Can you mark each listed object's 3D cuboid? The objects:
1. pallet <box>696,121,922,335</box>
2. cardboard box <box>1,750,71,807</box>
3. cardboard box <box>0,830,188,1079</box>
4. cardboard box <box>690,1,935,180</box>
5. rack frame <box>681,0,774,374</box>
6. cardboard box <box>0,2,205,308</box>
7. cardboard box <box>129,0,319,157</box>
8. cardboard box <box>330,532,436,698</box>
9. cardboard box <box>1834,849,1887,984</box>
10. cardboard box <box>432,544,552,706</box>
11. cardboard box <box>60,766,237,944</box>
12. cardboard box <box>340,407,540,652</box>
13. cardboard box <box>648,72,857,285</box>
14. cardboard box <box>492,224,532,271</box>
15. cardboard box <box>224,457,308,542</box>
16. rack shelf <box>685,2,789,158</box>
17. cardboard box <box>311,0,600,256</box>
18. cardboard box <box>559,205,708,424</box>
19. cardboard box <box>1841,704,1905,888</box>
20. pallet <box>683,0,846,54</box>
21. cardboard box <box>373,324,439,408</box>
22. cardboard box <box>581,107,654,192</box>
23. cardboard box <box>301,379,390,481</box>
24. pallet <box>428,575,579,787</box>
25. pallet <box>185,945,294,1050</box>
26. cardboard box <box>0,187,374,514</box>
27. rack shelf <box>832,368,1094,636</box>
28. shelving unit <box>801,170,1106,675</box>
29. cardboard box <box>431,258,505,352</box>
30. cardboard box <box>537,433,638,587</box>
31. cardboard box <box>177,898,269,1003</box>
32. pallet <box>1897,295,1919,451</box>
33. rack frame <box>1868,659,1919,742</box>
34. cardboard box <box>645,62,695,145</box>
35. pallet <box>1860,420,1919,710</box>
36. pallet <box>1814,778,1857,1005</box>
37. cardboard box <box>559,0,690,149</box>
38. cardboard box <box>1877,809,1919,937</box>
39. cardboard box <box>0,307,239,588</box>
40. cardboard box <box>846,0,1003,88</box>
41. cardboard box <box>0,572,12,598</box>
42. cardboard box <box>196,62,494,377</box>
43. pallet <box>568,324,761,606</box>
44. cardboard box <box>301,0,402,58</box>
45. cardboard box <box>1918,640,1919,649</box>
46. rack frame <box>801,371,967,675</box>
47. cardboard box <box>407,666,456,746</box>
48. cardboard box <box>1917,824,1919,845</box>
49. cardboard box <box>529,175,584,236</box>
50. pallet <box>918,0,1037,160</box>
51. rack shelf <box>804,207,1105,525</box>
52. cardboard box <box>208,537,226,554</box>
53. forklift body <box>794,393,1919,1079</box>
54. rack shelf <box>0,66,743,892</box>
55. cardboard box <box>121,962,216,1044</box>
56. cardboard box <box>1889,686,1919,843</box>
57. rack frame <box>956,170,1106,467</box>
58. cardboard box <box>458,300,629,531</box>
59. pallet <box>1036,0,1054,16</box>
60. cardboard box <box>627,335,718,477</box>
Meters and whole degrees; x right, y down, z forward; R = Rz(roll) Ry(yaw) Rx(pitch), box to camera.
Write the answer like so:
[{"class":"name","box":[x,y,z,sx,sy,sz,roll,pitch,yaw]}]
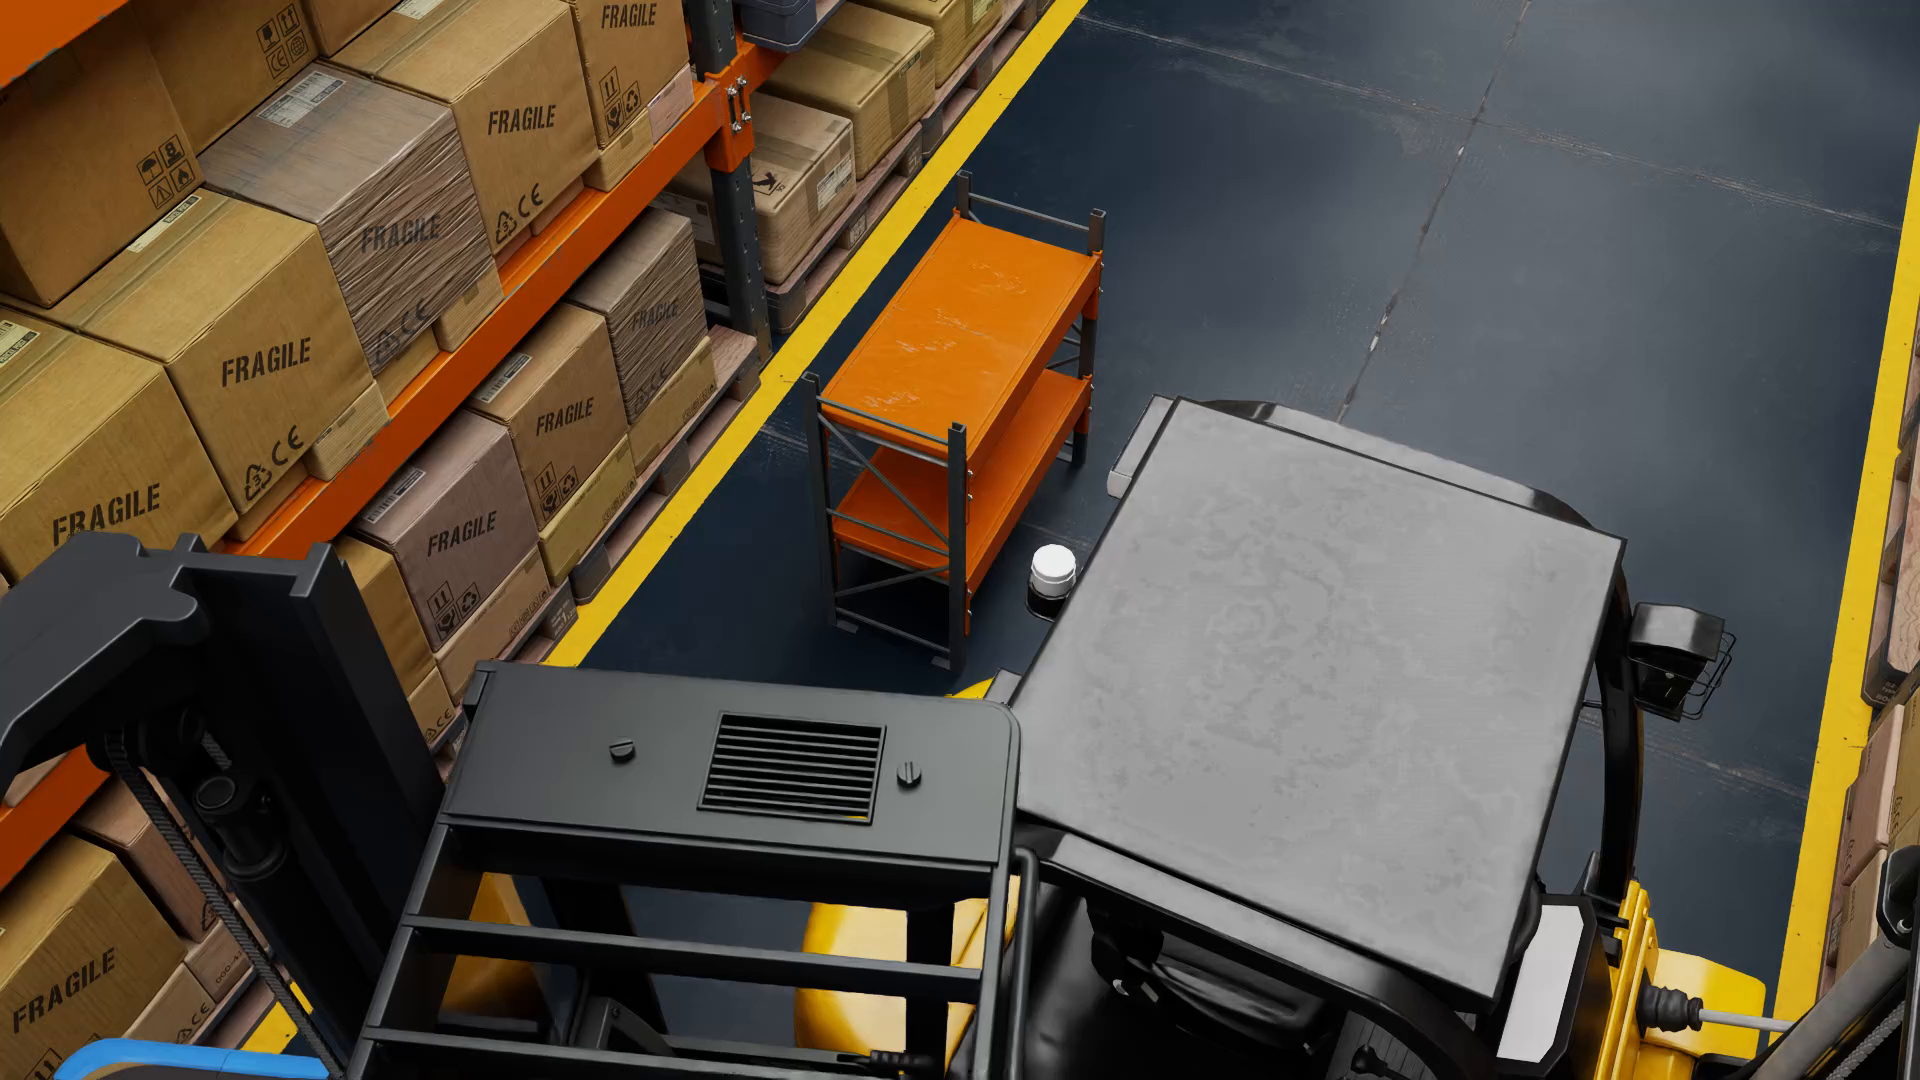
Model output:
[{"class":"pallet","box":[-0.858,-1.428,6.826,1.003,0.211,1.213,20,52,16]},{"class":"cardboard box","box":[-2.134,0.380,3.622,0.380,0.149,0.250,21,53,17]},{"class":"cardboard box","box":[-2.294,0.990,3.976,0.500,0.500,0.500,18,52,15]},{"class":"cardboard box","box":[-0.664,-1.937,6.879,0.950,0.372,0.625,23,53,18]},{"class":"rack frame","box":[-1.189,-1.795,5.307,1.000,3.000,0.127,20,52,16]},{"class":"cardboard box","box":[-2.191,-0.945,3.667,0.700,0.500,0.500,19,52,16]},{"class":"cardboard box","box":[-2.050,-1.333,3.998,0.700,0.500,0.500,19,52,15]},{"class":"cardboard box","box":[-1.853,0.286,4.575,0.500,0.500,0.500,21,53,17]},{"class":"cardboard box","box":[2.591,1.153,4.329,0.500,0.250,0.500,19,52,15]},{"class":"cardboard box","box":[-1.639,0.174,5.162,0.500,0.250,0.500,21,53,17]},{"class":"cardboard box","box":[-2.075,0.628,4.283,0.500,0.500,0.500,18,52,15]},{"class":"cardboard box","box":[-1.632,-0.085,4.890,0.500,0.500,0.500,22,53,18]},{"class":"cardboard box","box":[-0.968,-1.441,6.456,0.950,0.372,0.625,20,53,17]},{"class":"cardboard box","box":[-1.452,-0.898,4.709,0.380,0.149,0.250,19,52,16]},{"class":"cardboard box","box":[-1.856,-0.182,4.101,0.380,0.149,0.250,19,52,15]},{"class":"rack shelf","box":[-0.335,-2.939,6.753,1.077,0.370,4.000,20,52,16]},{"class":"cardboard box","box":[-1.368,-1.180,4.523,0.500,0.500,0.500,21,53,17]},{"class":"cardboard box","box":[-1.200,-0.788,5.488,0.500,0.500,0.500,19,52,16]},{"class":"cardboard box","box":[2.794,0.798,4.631,0.500,0.250,0.500,20,53,16]},{"class":"pallet","box":[-0.731,-2.211,5.788,1.003,0.211,1.213,20,52,16]},{"class":"cardboard box","box":[-1.619,-0.526,4.393,0.380,0.149,0.250,19,52,15]},{"class":"cardboard box","box":[-1.151,-1.219,4.982,0.380,0.149,0.250,21,53,17]},{"class":"cardboard box","box":[-1.696,-0.337,4.232,0.380,0.149,0.250,20,53,16]},{"class":"pallet","box":[-1.964,0.426,5.249,1.003,0.211,1.213,20,52,16]},{"class":"pallet","box":[-2.487,1.263,4.537,1.003,0.211,1.213,20,52,16]},{"class":"cardboard box","box":[-1.800,-0.467,3.917,0.500,0.500,0.500,19,52,15]},{"class":"rack shelf","box":[0.003,-0.211,5.512,0.538,0.278,1.000,20,52,16]},{"class":"shelving unit","box":[0.003,-0.369,5.326,0.538,1.125,1.048,20,52,16]},{"class":"cardboard box","box":[-1.482,-0.692,4.534,0.380,0.149,0.250,19,52,16]},{"class":"cardboard box","box":[-1.417,-0.175,5.459,0.500,0.250,0.500,19,52,15]},{"class":"cardboard box","box":[-2.079,0.900,4.544,0.500,0.250,0.500,22,53,17]},{"class":"pallet","box":[4.099,-0.642,6.157,1.003,0.211,1.213,20,52,16]},{"class":"rack frame","box":[3.300,-0.182,3.935,1.000,3.000,0.127,20,52,16]},{"class":"cardboard box","box":[-1.051,-1.393,5.130,0.380,0.149,0.250,19,52,16]},{"class":"pallet","box":[3.580,0.201,5.440,1.003,0.211,1.213,20,52,16]},{"class":"pallet","box":[2.922,1.255,4.543,1.003,0.211,1.213,20,52,16]},{"class":"cardboard box","box":[-1.154,-1.536,4.827,0.500,0.500,0.500,19,52,15]},{"class":"cardboard box","box":[2.601,0.991,4.139,0.500,0.250,0.500,20,52,16]},{"class":"cardboard box","box":[-2.010,-0.114,3.616,0.500,0.500,0.500,19,52,15]},{"class":"cardboard box","box":[-0.368,-2.417,7.286,0.950,0.372,0.625,21,53,17]},{"class":"cardboard box","box":[-2.227,0.237,3.318,0.500,0.500,0.500,21,53,17]},{"class":"cardboard box","box":[-1.586,-0.821,4.218,0.500,0.500,0.500,21,53,17]},{"class":"pallet","box":[-1.444,-0.417,5.966,1.003,0.211,1.213,20,52,16]},{"class":"cardboard box","box":[-1.811,-1.670,4.284,0.700,0.500,0.500,20,52,16]},{"class":"cardboard box","box":[3.513,0.088,4.989,0.875,0.625,0.625,22,53,18]},{"class":"rack frame","box":[-0.214,-0.019,5.028,0.500,1.125,0.032,20,52,16]},{"class":"cardboard box","box":[-1.857,0.520,4.867,0.500,0.250,0.500,23,53,18]},{"class":"cardboard box","box":[2.582,0.829,3.949,0.500,0.250,0.500,20,52,16]},{"class":"cardboard box","box":[-1.333,-1.064,4.851,0.380,0.149,0.250,20,52,16]},{"class":"pallet","box":[-0.338,-2.271,7.543,1.003,0.211,1.213,20,52,16]},{"class":"rack shelf","box":[0.003,-0.559,5.103,0.538,0.278,1.000,20,52,16]},{"class":"cardboard box","box":[-1.996,-0.011,3.954,0.380,0.149,0.250,21,53,17]},{"class":"forklift body","box":[0.752,0.948,3.531,2.313,2.155,1.214,20,52,16]},{"class":"rack shelf","box":[-2.044,-0.184,4.410,1.077,0.370,4.000,20,52,16]},{"class":"cardboard box","box":[-2.304,1.249,4.247,0.500,0.250,0.500,19,52,16]},{"class":"cardboard box","box":[2.814,0.644,4.434,0.500,0.250,0.500,20,52,16]},{"class":"rack frame","box":[0.220,-0.719,5.623,0.500,1.125,0.032,20,52,16]},{"class":"cardboard box","box":[-1.415,-0.437,5.190,0.500,0.500,0.500,21,53,17]},{"class":"pallet","box":[0.184,-3.108,8.256,1.003,0.211,1.213,20,52,16]},{"class":"cardboard box","box":[-1.199,-0.545,5.774,0.500,0.250,0.500,22,53,18]}]
